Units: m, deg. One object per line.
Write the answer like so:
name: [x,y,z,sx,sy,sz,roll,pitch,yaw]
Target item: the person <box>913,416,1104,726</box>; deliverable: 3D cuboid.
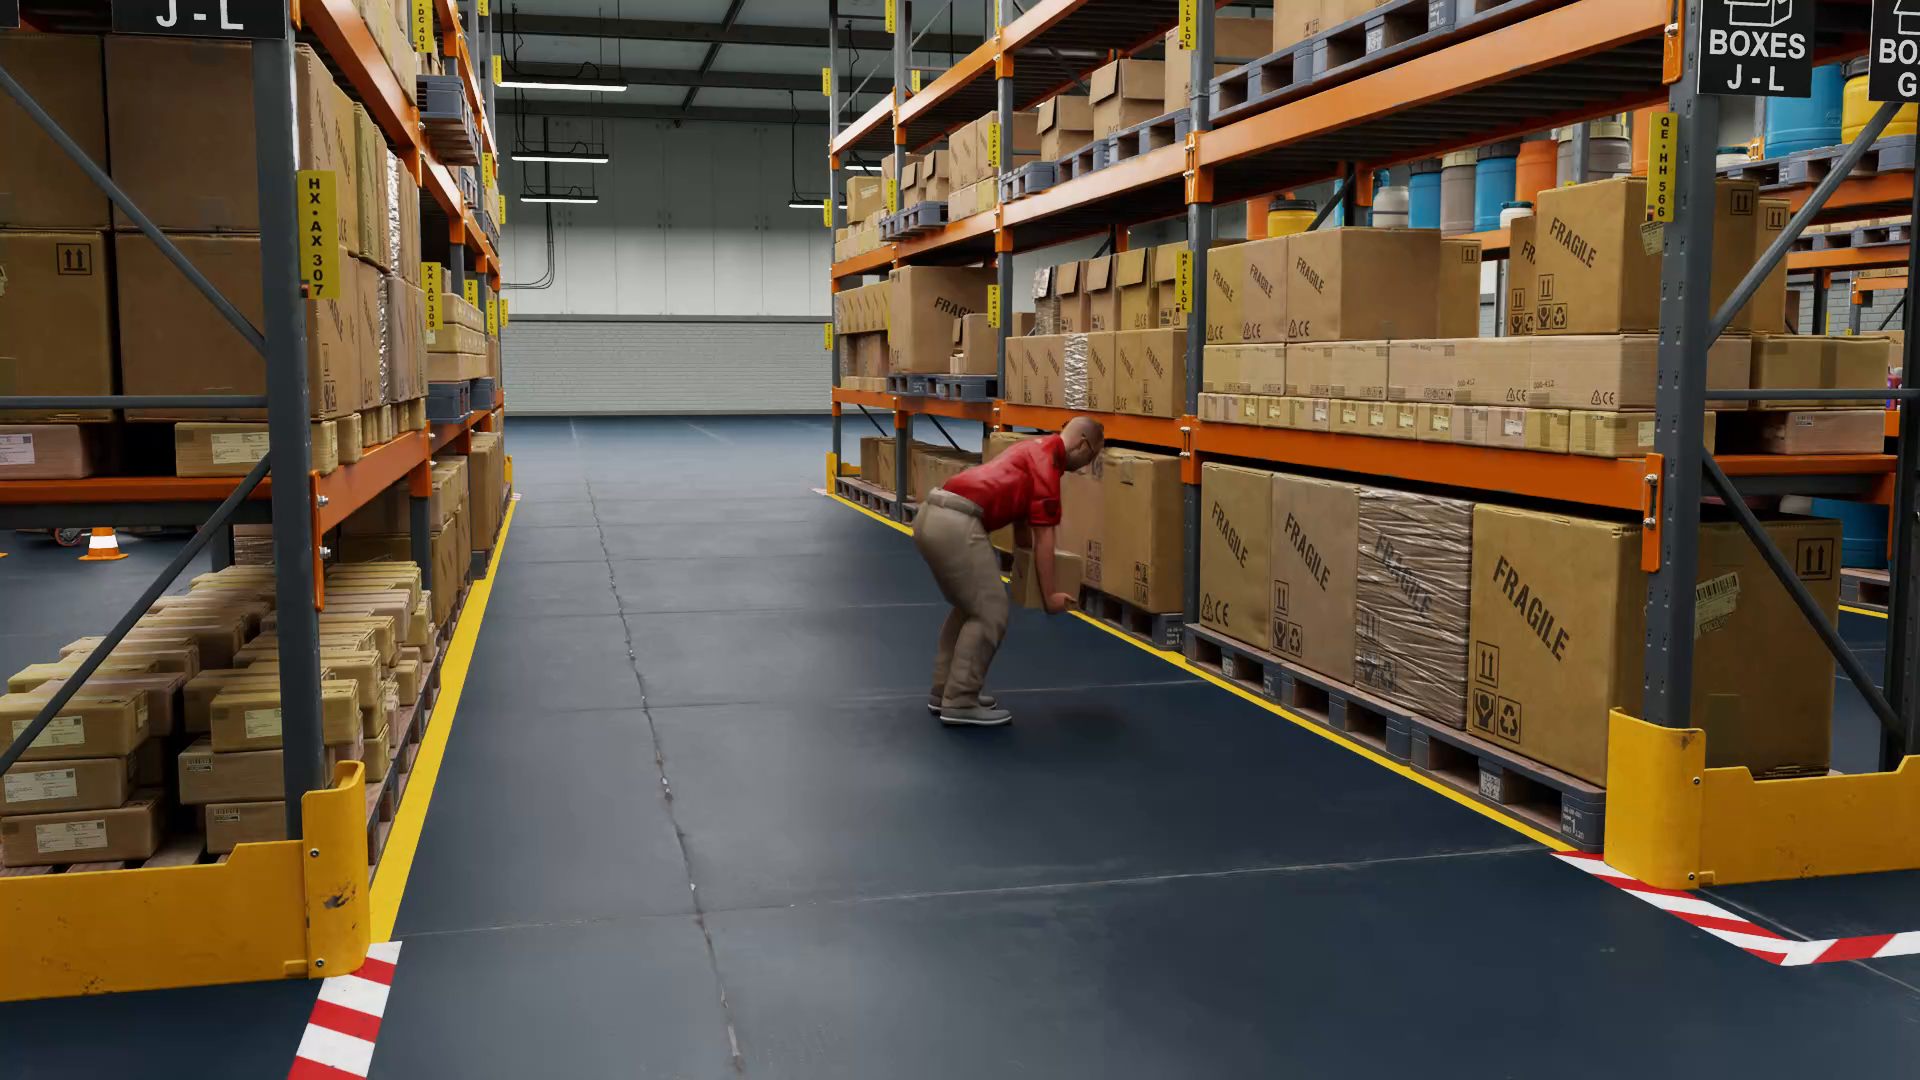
person: [0.231,0.126,7.555,0.876,1.373,0.473,-2,6,-15]
